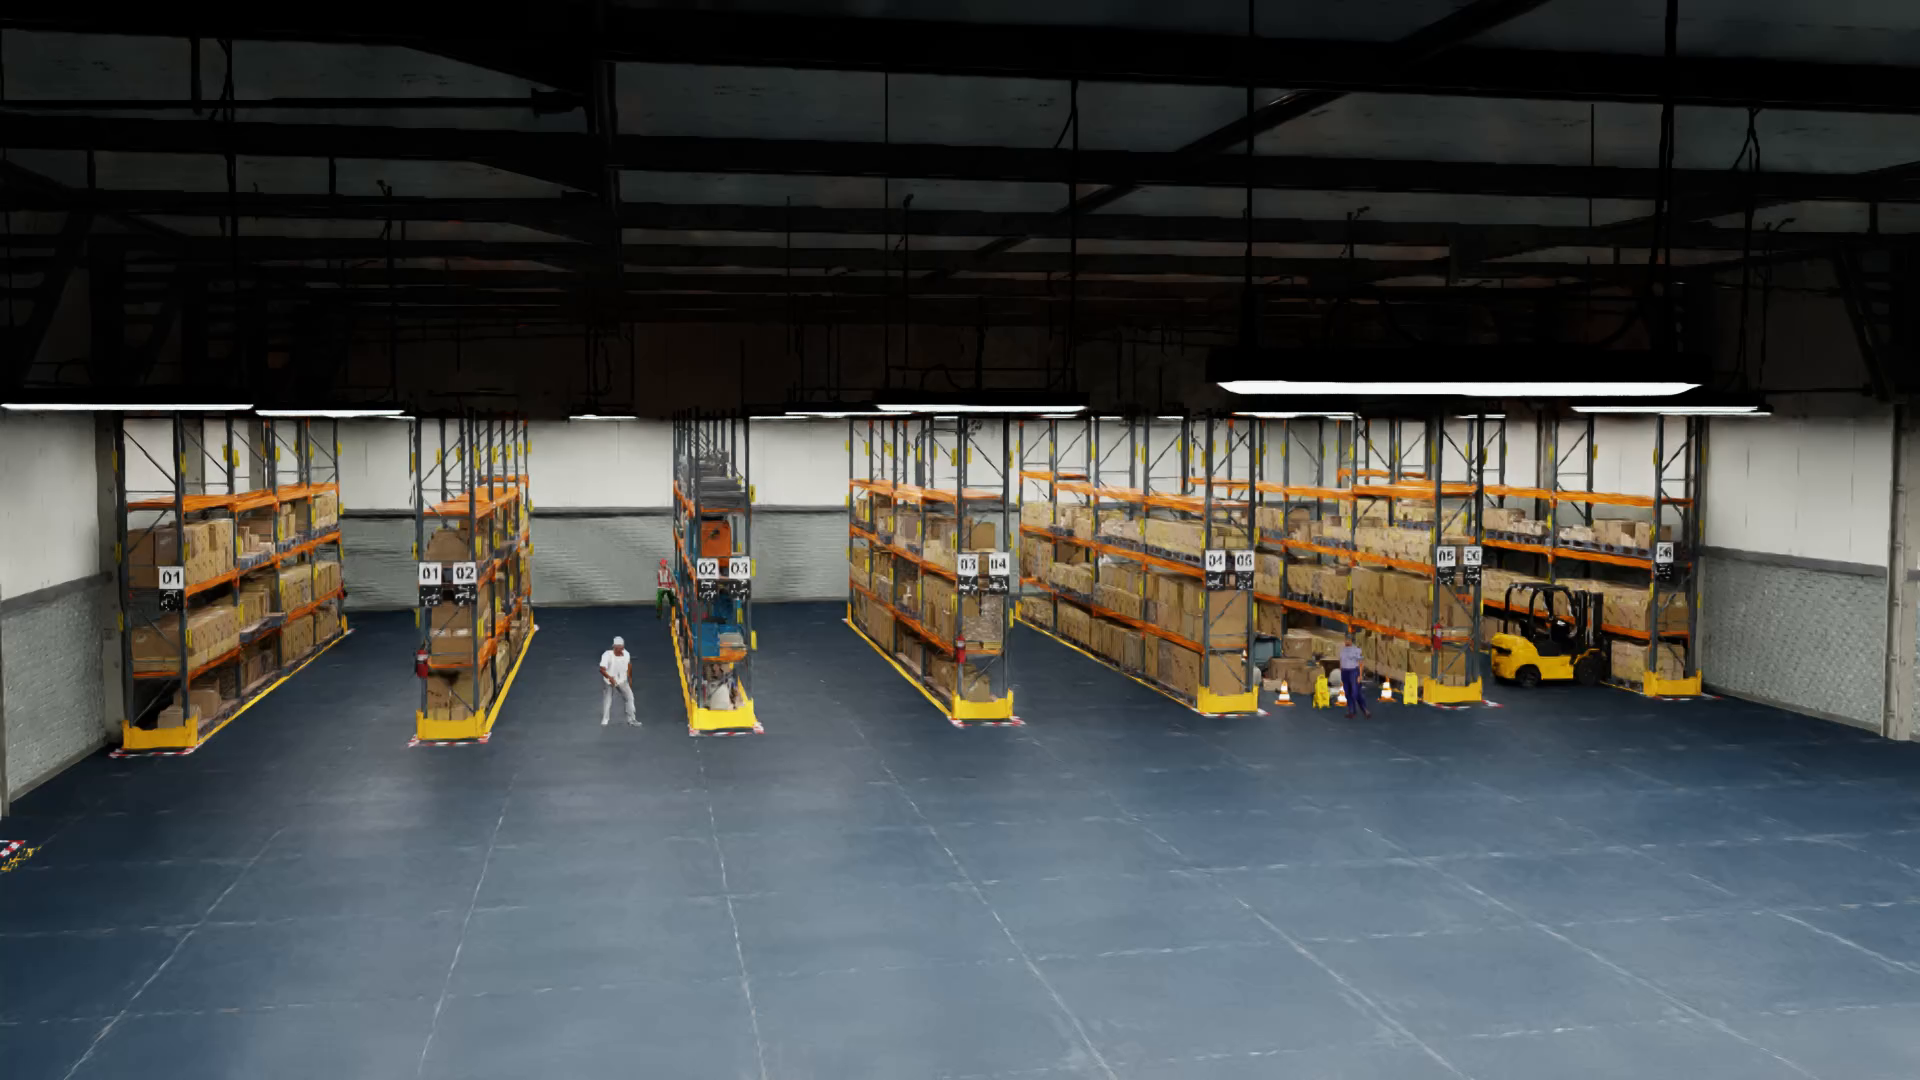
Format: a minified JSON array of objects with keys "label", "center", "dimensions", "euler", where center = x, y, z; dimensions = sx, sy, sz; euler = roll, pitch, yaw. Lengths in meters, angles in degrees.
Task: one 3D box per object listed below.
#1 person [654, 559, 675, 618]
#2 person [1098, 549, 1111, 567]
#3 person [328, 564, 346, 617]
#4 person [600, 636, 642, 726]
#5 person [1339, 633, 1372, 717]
[{"label":"person","center":[-8.607,1.406,48.682],"dimensions":[0.596,1.735,0.976],"euler":[1,4,9]},{"label":"person","center":[4.655,1.083,53.009],"dimensions":[0.544,1.766,0.631],"euler":[-3,5,-39]},{"label":"person","center":[-18.311,1.485,48.652],"dimensions":[0.614,1.568,0.544],"euler":[-4,6,-44]},{"label":"person","center":[-6.438,2.645,31.202],"dimensions":[0.708,1.701,0.797],"euler":[-2,5,-31]},{"label":"person","center":[7.617,2.613,32.107],"dimensions":[0.443,1.640,0.648],"euler":[-4,6,-44]}]
